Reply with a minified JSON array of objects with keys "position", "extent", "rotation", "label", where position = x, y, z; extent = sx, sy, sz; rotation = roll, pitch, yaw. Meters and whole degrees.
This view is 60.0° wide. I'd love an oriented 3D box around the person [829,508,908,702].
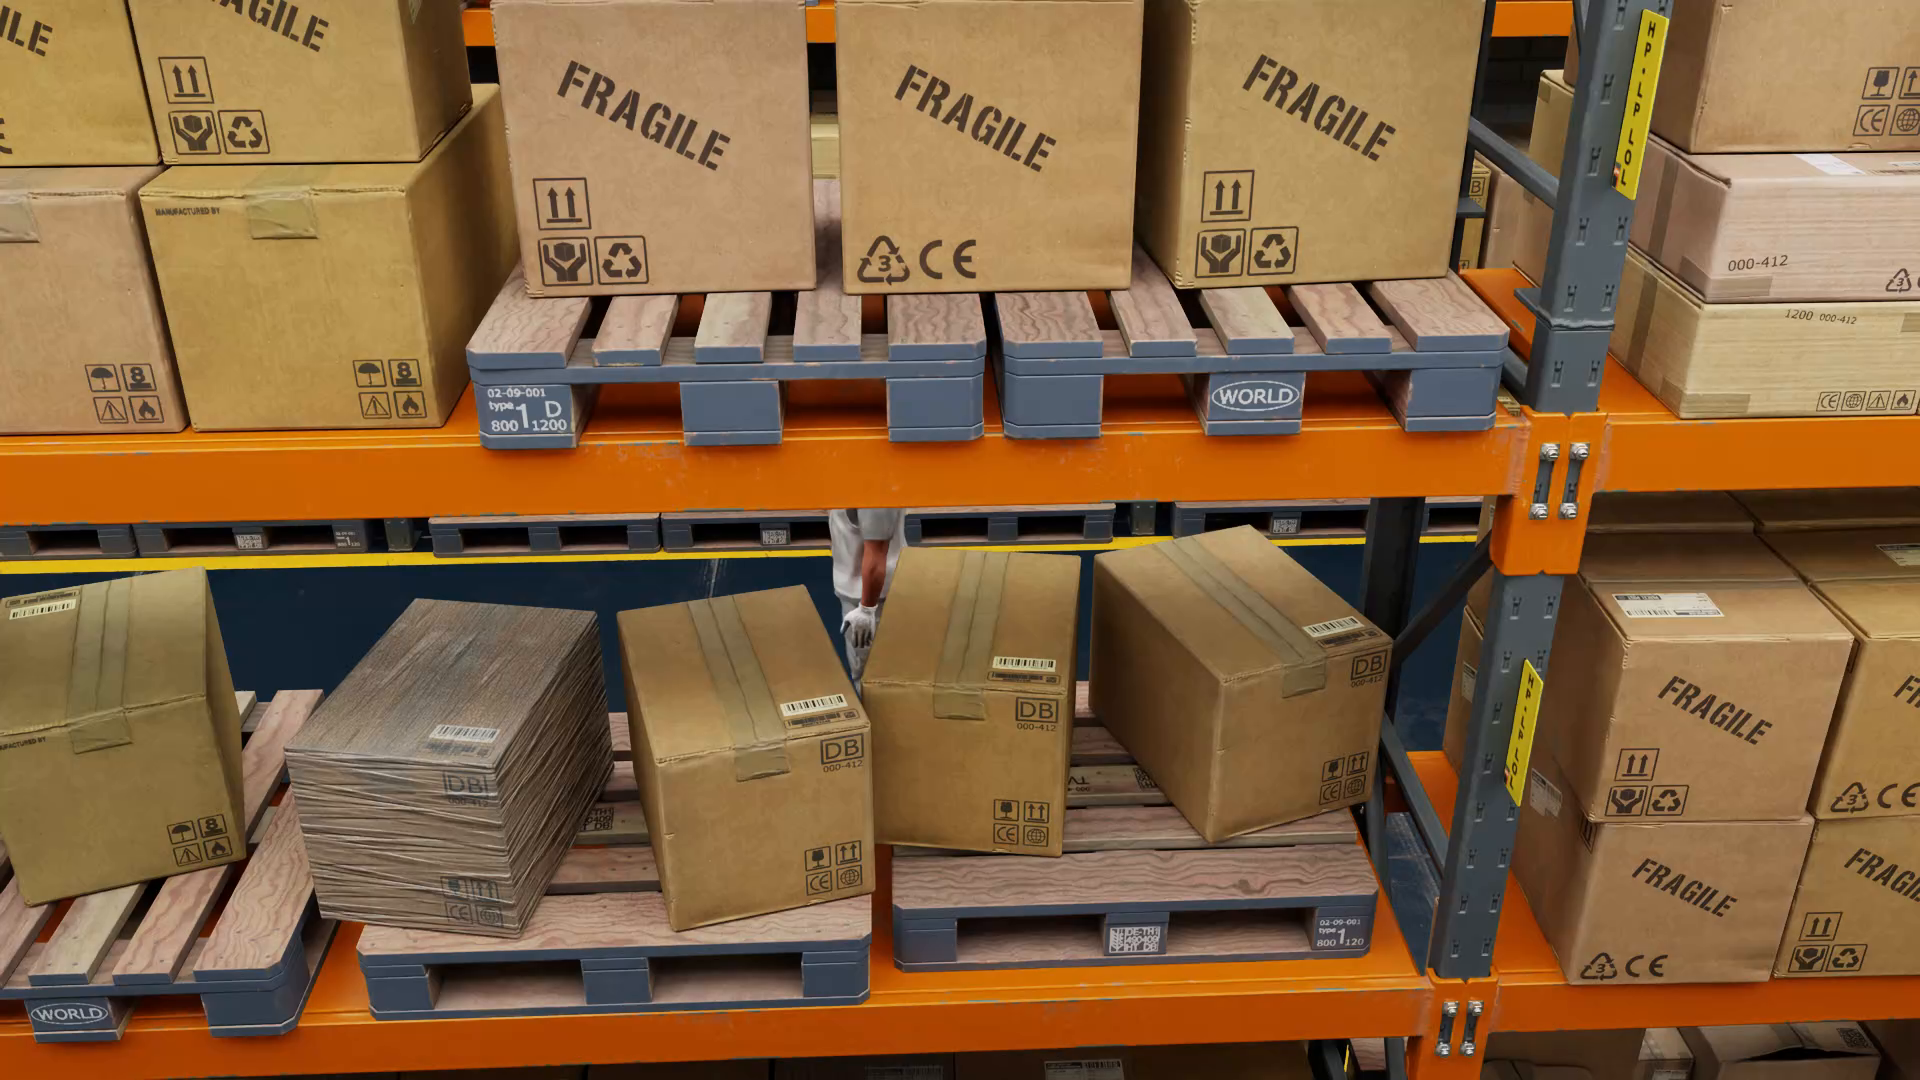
[{"position":[-0.367,0.202,6.733],"extent":[0.347,1.821,0.534],"rotation":[0,27,-1],"label":"person"}]
